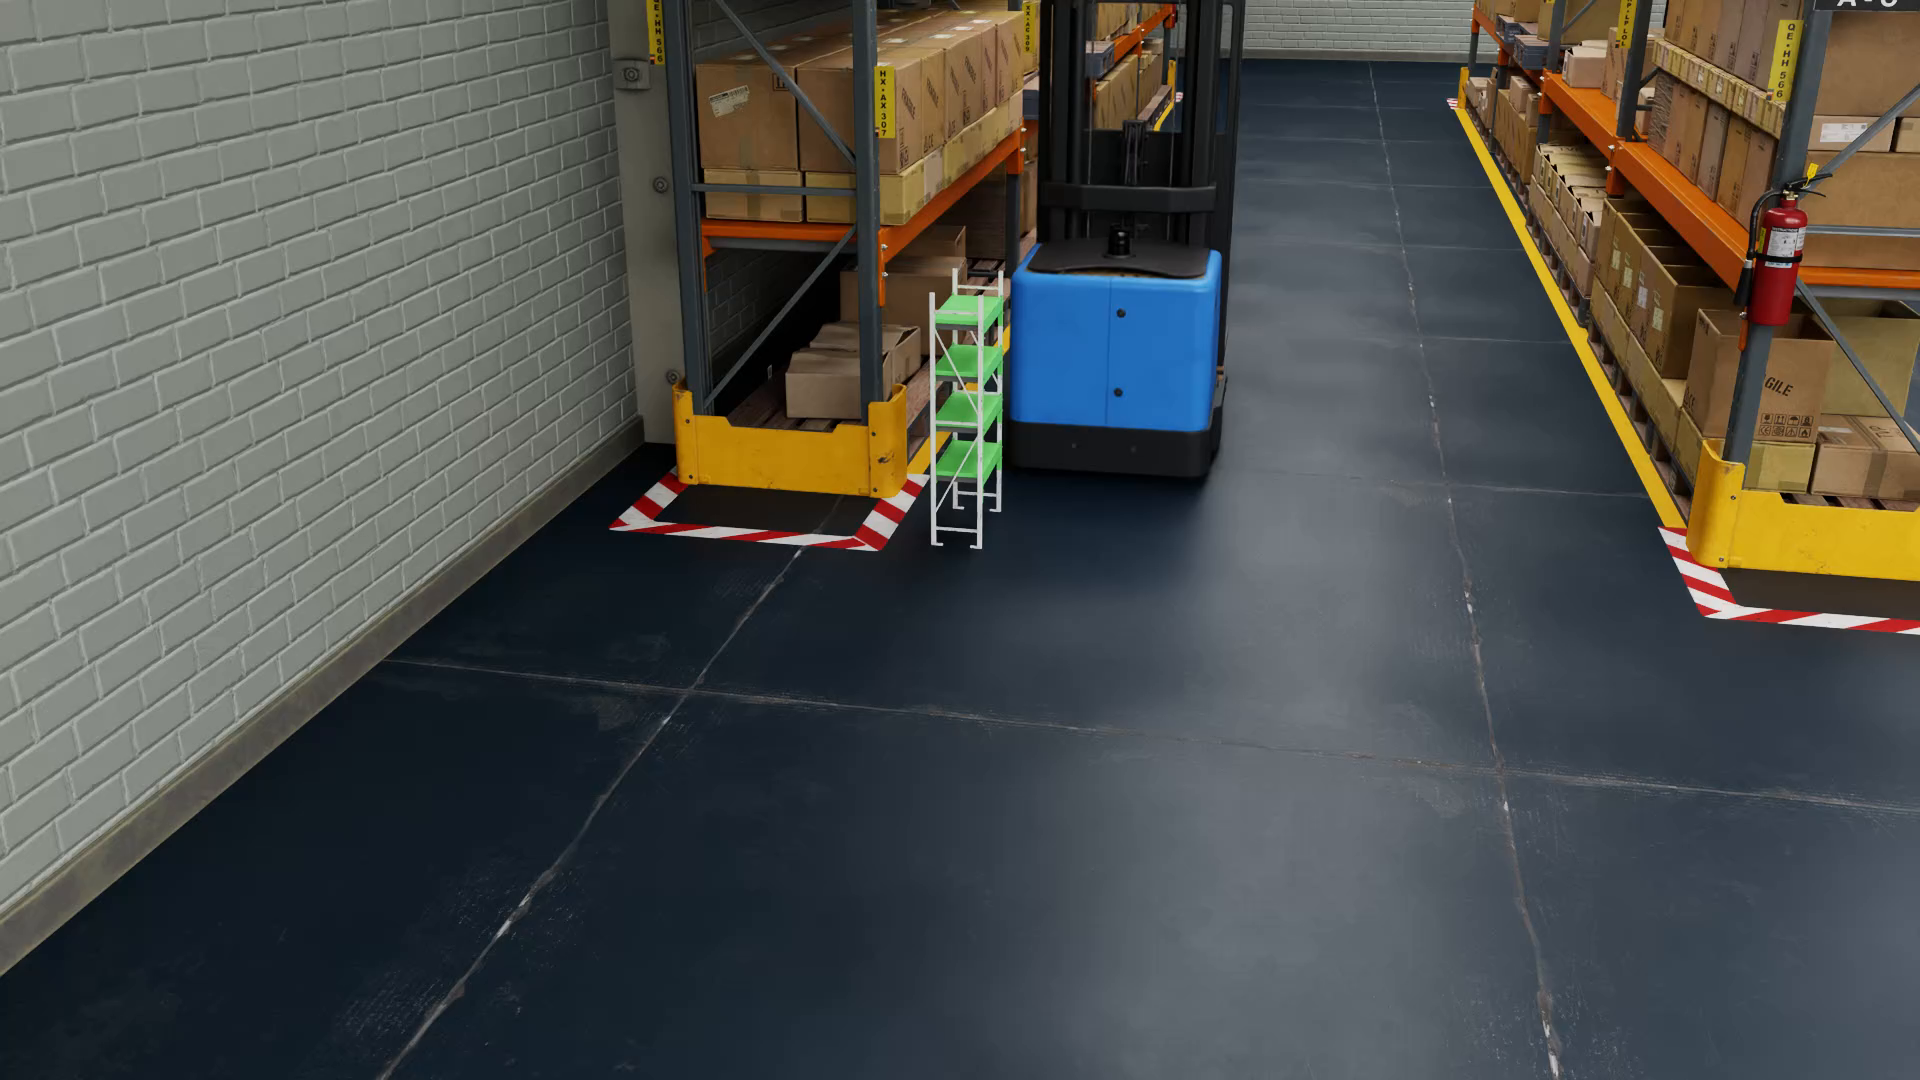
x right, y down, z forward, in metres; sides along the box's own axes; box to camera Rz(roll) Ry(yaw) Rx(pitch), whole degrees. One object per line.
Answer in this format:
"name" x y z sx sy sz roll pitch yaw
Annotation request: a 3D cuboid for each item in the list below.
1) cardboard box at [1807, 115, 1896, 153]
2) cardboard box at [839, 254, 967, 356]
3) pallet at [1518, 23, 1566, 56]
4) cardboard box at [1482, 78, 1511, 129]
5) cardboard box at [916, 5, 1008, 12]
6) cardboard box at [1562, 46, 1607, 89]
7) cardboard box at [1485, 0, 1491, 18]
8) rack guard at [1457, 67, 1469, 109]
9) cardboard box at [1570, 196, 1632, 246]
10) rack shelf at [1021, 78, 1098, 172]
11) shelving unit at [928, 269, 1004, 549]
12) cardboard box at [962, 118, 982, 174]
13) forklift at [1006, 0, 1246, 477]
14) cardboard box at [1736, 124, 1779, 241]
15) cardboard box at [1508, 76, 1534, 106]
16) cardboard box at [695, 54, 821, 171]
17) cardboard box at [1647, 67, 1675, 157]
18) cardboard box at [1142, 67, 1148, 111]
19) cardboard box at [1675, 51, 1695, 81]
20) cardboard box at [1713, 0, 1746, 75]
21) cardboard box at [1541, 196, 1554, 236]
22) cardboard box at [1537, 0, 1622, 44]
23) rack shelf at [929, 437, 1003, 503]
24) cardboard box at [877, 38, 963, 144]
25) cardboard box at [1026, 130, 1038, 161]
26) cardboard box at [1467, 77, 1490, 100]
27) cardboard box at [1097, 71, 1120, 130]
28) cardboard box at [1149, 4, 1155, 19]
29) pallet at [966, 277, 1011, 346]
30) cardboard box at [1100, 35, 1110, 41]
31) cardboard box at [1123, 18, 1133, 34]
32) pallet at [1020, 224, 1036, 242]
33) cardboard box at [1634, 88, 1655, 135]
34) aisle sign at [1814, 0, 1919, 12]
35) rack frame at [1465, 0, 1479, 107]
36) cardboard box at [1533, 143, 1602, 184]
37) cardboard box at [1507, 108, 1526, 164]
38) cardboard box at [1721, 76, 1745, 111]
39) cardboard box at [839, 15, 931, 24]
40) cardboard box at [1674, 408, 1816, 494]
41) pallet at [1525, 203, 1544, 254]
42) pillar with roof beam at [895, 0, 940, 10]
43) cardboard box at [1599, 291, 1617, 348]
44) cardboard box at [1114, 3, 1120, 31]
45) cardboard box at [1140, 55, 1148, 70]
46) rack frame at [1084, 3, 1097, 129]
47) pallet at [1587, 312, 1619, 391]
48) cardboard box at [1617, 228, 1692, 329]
"cardboard box" 3.857 -1.802 7.312 0.380 0.149 0.250 4 22 10
"cardboard box" -0.341 -1.441 10.173 0.700 0.500 0.500 3 22 8
"pallet" 5.990 -4.849 16.136 1.003 0.211 1.213 4 22 11
"cardboard box" 6.253 -4.964 18.921 0.500 0.500 0.500 4 22 11
"cardboard box" 0.069 -3.574 11.990 0.700 0.500 0.500 5 22 11
"cardboard box" 5.226 -3.873 13.574 0.500 0.311 0.500 4 22 10
"cardboard box" 6.573 -6.501 19.848 0.500 0.500 0.500 5 22 12
"rack guard" 7.215 -5.965 21.996 1.175 0.500 0.348 4 22 11
"cardboard box" 4.684 -2.304 11.927 0.500 0.311 0.500 5 22 12
"rack shelf" 0.340 -3.538 13.586 1.077 0.370 4.000 4 22 11
"shelving unit" 0.034 -0.617 7.780 0.258 1.200 0.503 4 22 11
"cardboard box" -0.167 -2.333 9.804 0.500 0.250 0.500 5 22 11
"forklift" 1.016 -2.195 9.381 1.130 2.935 3.031 4 22 10
"cardboard box" 4.176 -1.709 7.949 0.700 0.500 0.500 5 22 12
"cardboard box" 5.873 -4.558 16.909 0.500 0.250 0.500 5 22 11
"cardboard box" -0.997 -2.153 8.355 0.500 0.500 0.500 4 22 10
"cardboard box" 4.697 -2.647 10.278 0.700 0.500 0.500 4 22 10
"cardboard box" 1.923 -5.550 20.403 0.700 0.500 0.500 4 22 10
"cardboard box" 4.383 -2.745 9.653 0.380 0.149 0.250 4 22 10
"cardboard box" 4.390 -2.698 8.668 0.700 0.500 0.500 4 22 11
"cardboard box" 5.002 -2.602 13.418 0.500 0.250 0.500 4 22 10
"cardboard box" 5.616 -4.707 14.829 0.700 0.500 0.500 -3 22 -7
"rack shelf" 0.034 -0.335 7.893 0.258 0.148 0.480 4 22 11
"cardboard box" -0.271 -2.485 9.178 0.500 0.500 0.500 4 22 9
"cardboard box" 0.374 -3.336 13.875 0.500 0.250 0.500 4 22 11
"cardboard box" 6.740 -5.721 21.135 0.500 0.250 0.500 4 22 11
"cardboard box" 1.211 -4.379 17.028 0.750 0.750 0.750 4 22 11
"cardboard box" 1.845 -6.669 19.995 0.980 0.700 0.700 4 22 10
"pallet" -0.171 -1.598 11.539 1.003 0.211 1.213 4 22 11
"cardboard box" 1.239 -4.781 16.018 0.380 0.149 0.250 5 23 13
"cardboard box" 1.650 -5.527 17.871 0.380 0.149 0.250 4 22 11
"pallet" 0.336 -2.579 13.974 1.003 0.211 1.213 4 22 11
"cardboard box" 4.839 -2.878 11.184 0.500 0.250 0.500 6 23 14
"aisle sign" 3.664 -2.505 6.579 0.394 0.787 0.004 4 22 11
"rack frame" 7.230 -7.152 21.598 1.000 3.000 0.127 4 22 11
"cardboard box" 5.203 -3.237 14.243 0.500 0.311 0.500 5 23 13
"cardboard box" 5.766 -4.013 16.559 0.500 0.500 0.500 4 22 9
"cardboard box" 4.120 -2.276 8.488 0.380 0.149 0.250 5 22 12
"cardboard box" -0.478 -3.083 10.663 0.500 0.500 0.500 4 22 11
"cardboard box" 3.786 -0.439 8.047 0.500 0.250 0.500 4 22 11
"pallet" 5.392 -2.635 14.114 1.003 0.211 1.213 4 22 11
"pillar with roof beam" 3.850 -6.648 12.315 9.100 9.000 0.400 4 22 11
"cardboard box" 4.283 -1.354 10.319 0.500 0.250 0.500 4 22 11
"cardboard box" 1.316 -5.327 16.506 0.500 0.500 0.500 4 22 11
"cardboard box" 2.065 -5.779 20.103 0.380 0.149 0.250 5 23 13
"rack frame" 0.748 -4.603 15.267 1.000 3.000 0.127 4 22 11
"pallet" 4.578 -1.183 10.507 1.003 0.211 1.213 4 22 11
"cardboard box" 4.177 -1.519 9.726 0.500 0.500 0.500 4 22 11
